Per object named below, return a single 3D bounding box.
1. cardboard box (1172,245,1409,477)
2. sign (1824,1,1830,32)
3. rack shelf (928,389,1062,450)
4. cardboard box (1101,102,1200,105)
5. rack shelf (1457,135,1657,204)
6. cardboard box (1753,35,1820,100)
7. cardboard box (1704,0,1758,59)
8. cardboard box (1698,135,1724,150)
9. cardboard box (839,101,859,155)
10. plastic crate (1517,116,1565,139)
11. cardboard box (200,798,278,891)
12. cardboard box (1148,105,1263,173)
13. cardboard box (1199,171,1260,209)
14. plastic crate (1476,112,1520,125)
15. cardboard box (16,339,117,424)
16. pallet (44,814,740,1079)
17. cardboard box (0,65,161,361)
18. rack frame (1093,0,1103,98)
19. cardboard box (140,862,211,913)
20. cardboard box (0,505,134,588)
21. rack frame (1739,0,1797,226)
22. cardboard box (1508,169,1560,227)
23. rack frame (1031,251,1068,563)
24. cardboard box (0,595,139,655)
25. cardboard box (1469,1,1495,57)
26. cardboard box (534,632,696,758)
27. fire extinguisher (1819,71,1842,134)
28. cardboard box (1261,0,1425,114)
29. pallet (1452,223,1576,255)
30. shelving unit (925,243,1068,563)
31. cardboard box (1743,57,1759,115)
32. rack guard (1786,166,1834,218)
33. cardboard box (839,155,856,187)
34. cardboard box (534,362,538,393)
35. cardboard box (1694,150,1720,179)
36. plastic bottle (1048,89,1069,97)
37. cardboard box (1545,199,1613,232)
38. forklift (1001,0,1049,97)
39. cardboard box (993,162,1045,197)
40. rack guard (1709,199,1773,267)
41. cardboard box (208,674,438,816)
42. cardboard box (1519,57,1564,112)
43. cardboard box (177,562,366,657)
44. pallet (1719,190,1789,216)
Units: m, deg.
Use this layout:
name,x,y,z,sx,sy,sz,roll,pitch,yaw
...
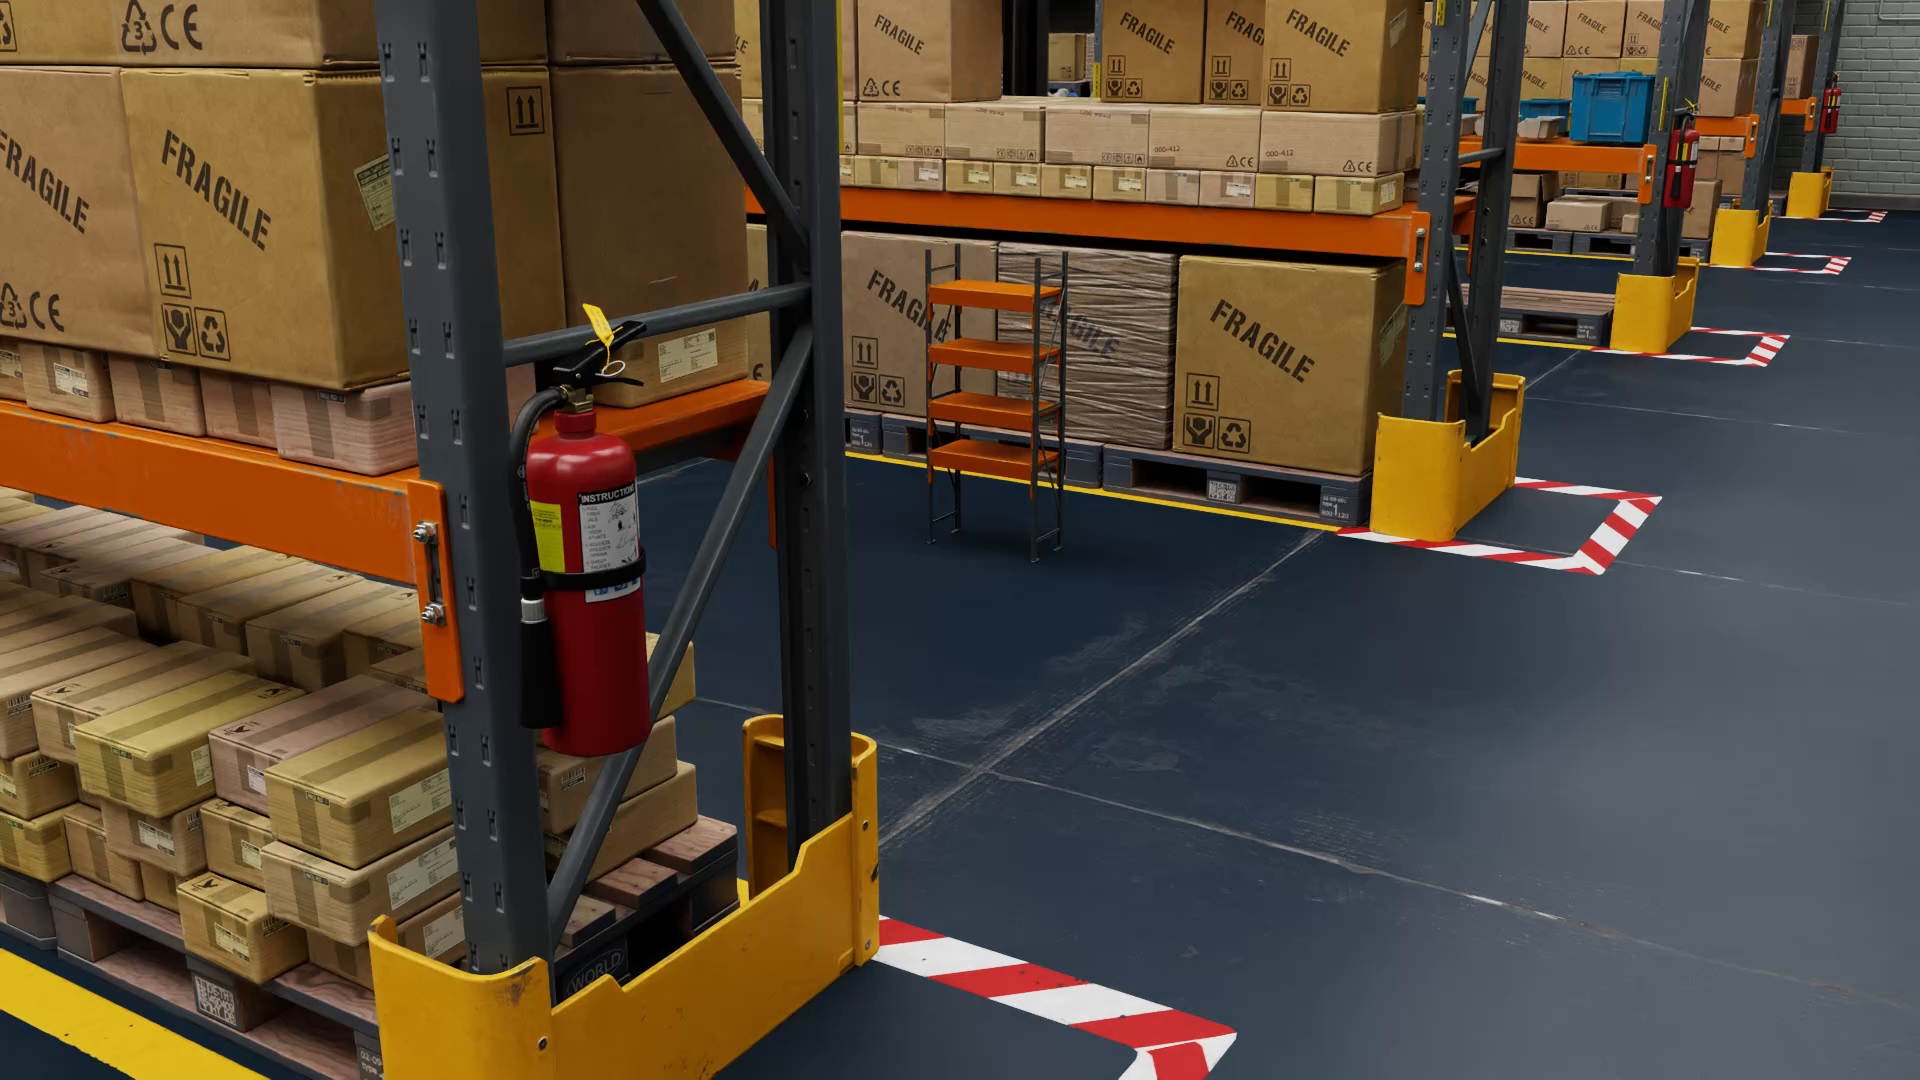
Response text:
name,x,y,z,sx,sy,sz,roll,pitch,yaw
cardboard box,1.548,-0.854,7.464,0.875,0.875,0.875,10,20,30
sign,9.616,-5.807,18.439,0.005,0.325,0.100,10,20,30
rack shelf,0.141,-0.485,6.643,0.480,0.148,0.258,10,20,30
cardboard box,0.995,-1.957,7.910,0.500,0.250,0.500,9,19,28
rack shelf,3.023,-2.779,12.106,4.000,0.370,1.077,10,20,30
cardboard box,9.472,-5.491,19.281,0.700,0.700,0.980,11,20,33
cardboard box,6.799,-4.571,14.875,0.500,0.500,0.500,10,20,30
cardboard box,8.840,-4.682,19.597,0.250,0.149,0.380,11,20,32
cardboard box,-0.589,-2.058,8.241,0.500,0.250,0.500,10,20,30
plastic crate,3.937,-2.800,11.290,0.243,0.136,0.396,10,20,30
cardboard box,-1.341,0.579,3.484,0.250,0.149,0.380,10,19,29
cardboard box,1.151,-1.748,7.221,0.500,0.250,0.500,10,19,29
cardboard box,1.222,-1.522,7.164,0.250,0.149,0.380,10,20,30
plastic crate,3.881,-3.013,11.989,0.298,0.136,0.250,10,20,30
cardboard box,-1.616,-0.353,3.314,0.250,0.149,0.380,11,20,32
pallet,-1.285,0.811,3.847,1.213,0.211,1.003,10,20,30
cardboard box,-1.501,-0.653,3.187,0.500,0.500,0.500,10,19,29
rack frame,1.319,-3.427,13.002,0.127,3.000,1.000,10,20,30
cardboard box,-1.557,0.680,3.663,0.250,0.149,0.380,10,20,30
cardboard box,-2.602,0.023,4.803,0.250,0.149,0.380,9,19,27
rack frame,7.323,-4.045,15.036,0.127,3.000,1.000,10,20,30
cardboard box,5.518,-3.385,16.402,0.637,0.503,0.797,10,20,30
rack frame,0.349,-0.512,6.502,0.015,1.200,0.240,10,20,30
cardboard box,-2.214,0.272,3.985,0.250,0.149,0.380,9,19,28
cardboard box,5.046,-4.882,15.898,0.500,0.500,0.500,9,19,28
cardboard box,-0.816,0.336,3.774,0.250,0.149,0.380,9,19,28
fire extinguisher,9.799,-4.920,18.691,0.183,0.674,0.296,10,20,30
cardboard box,1.582,-2.030,6.860,0.500,0.500,0.500,10,20,31
pallet,5.542,-3.029,16.490,1.213,0.211,1.003,10,20,30
shelving unit,0.141,-0.549,6.624,0.503,1.200,0.258,10,20,30
cardboard box,7.082,-4.225,15.459,0.500,0.500,0.500,11,20,31
rack guard,9.932,-4.073,19.428,0.348,0.500,1.175,10,20,30
cardboard box,-0.522,-1.833,8.188,0.250,0.149,0.380,10,19,29
cardboard box,-0.890,-0.418,3.527,0.250,0.149,0.380,11,20,32
cardboard box,8.837,-4.435,19.899,0.500,0.500,0.700,10,20,30
plastic bottle,0.812,-3.588,13.746,0.135,0.276,0.152,10,20,30
cardboard box,5.937,-3.113,15.944,0.500,0.250,0.500,10,20,30
forklift,-0.158,-2.660,10.594,1.130,2.935,3.031,-9,19,-26
cardboard box,0.357,-1.677,7.673,0.250,0.149,0.380,11,20,31
rack guard,7.258,-2.860,15.438,0.348,0.500,1.175,10,20,30
cardboard box,-1.315,0.429,3.466,0.250,0.149,0.380,11,20,31
cardboard box,5.503,-4.325,15.788,0.500,0.500,0.500,10,19,29
cardboard box,-1.747,0.192,4.248,0.250,0.149,0.380,11,20,32
pallet,9.190,-4.040,19.819,1.213,0.211,1.003,10,20,30
